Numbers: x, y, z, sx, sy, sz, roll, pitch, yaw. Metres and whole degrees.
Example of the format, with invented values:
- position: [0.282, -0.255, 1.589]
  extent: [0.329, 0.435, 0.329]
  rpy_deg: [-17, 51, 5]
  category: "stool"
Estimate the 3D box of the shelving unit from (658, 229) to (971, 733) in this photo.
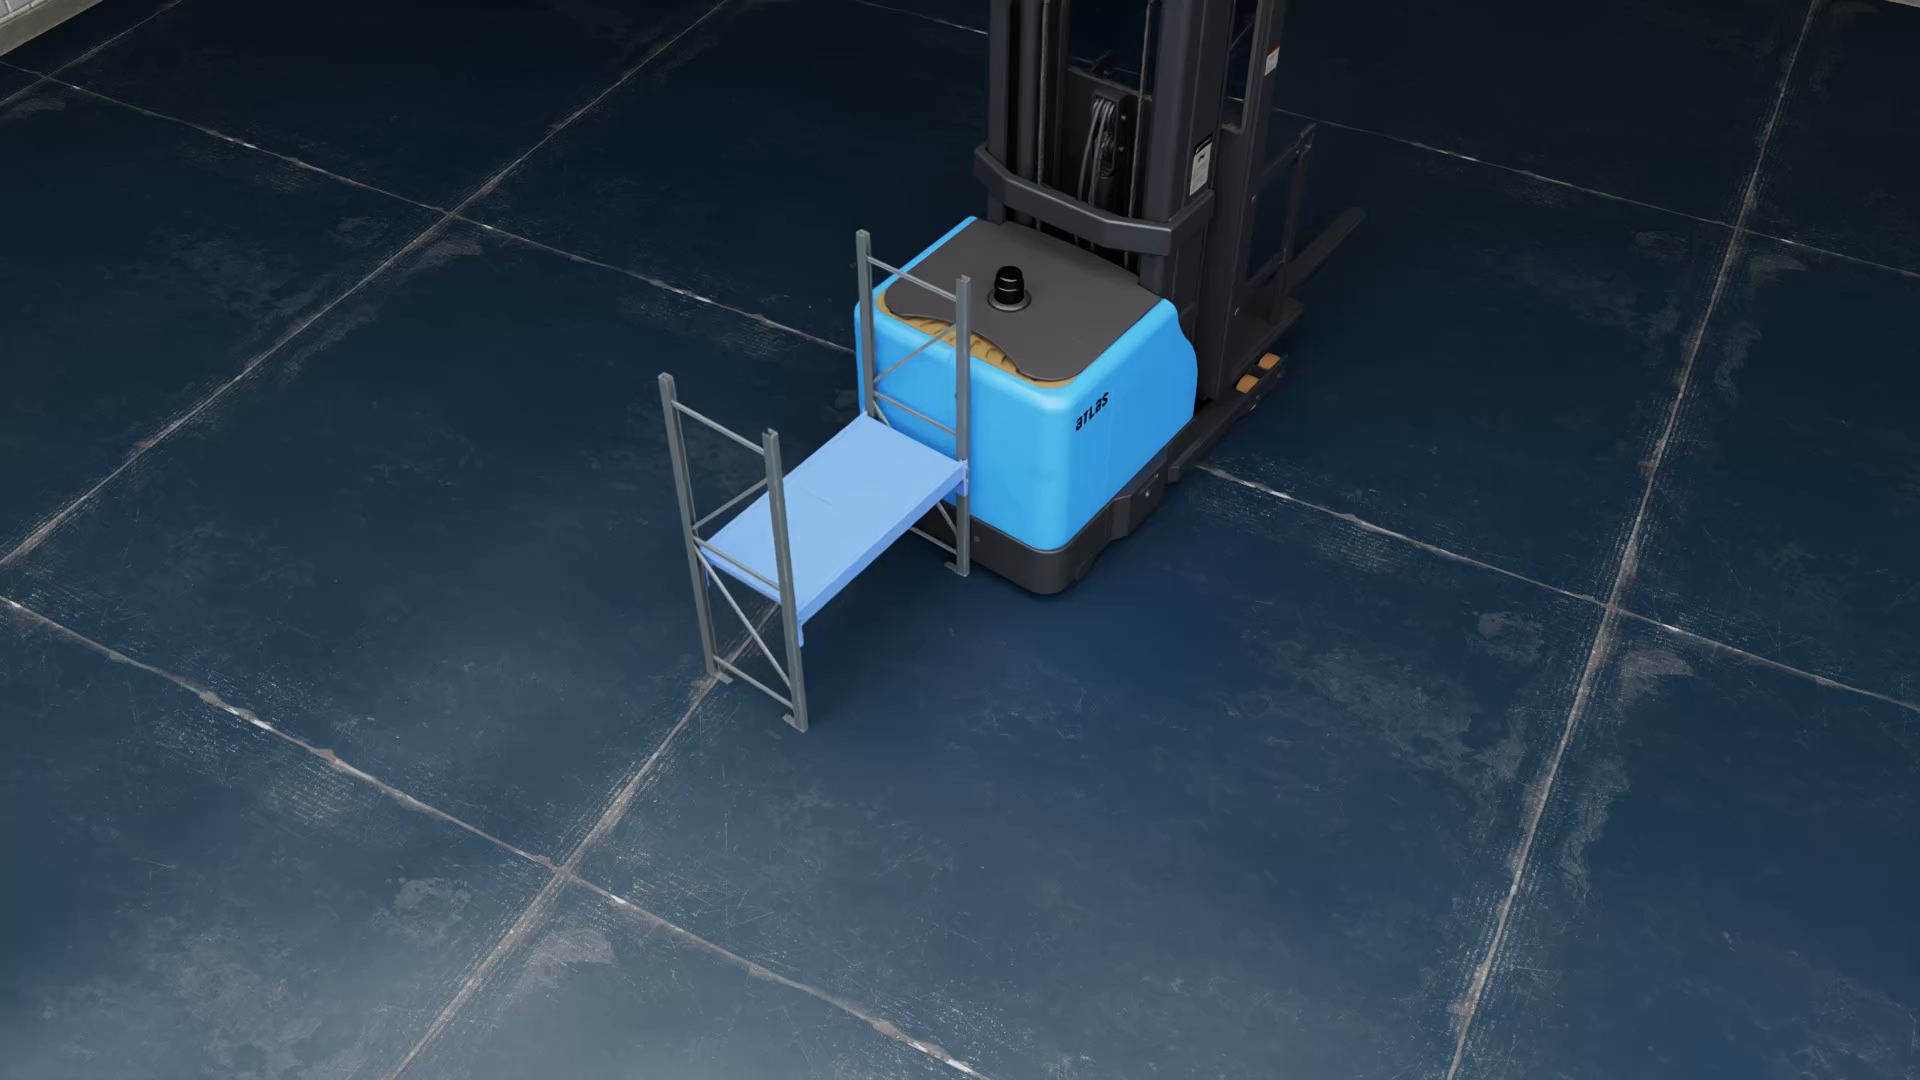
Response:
- position: [-0.476, -0.198, 6.171]
  extent: [0.538, 1.500, 1.048]
  rpy_deg: [28, 52, 25]
  category: "shelving unit"

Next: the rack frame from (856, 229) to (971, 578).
- position: [-0.170, -0.486, 6.456]
  extent: [0.500, 1.500, 0.032]
  rpy_deg: [28, 52, 25]
  category: "rack frame"

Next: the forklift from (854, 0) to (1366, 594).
- position: [0.861, -1.813, 6.761]
  extent: [1.130, 2.935, 3.031]
  rpy_deg: [28, 52, 25]
  category: "forklift"

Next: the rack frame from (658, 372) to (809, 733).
- position: [-0.783, 0.090, 5.886]
  extent: [0.500, 1.500, 0.032]
  rpy_deg: [28, 52, 25]
  category: "rack frame"

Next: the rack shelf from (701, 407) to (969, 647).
- position: [-0.476, -0.072, 6.299]
  extent: [0.538, 0.185, 1.000]
  rpy_deg: [28, 52, 25]
  category: "rack shelf"
